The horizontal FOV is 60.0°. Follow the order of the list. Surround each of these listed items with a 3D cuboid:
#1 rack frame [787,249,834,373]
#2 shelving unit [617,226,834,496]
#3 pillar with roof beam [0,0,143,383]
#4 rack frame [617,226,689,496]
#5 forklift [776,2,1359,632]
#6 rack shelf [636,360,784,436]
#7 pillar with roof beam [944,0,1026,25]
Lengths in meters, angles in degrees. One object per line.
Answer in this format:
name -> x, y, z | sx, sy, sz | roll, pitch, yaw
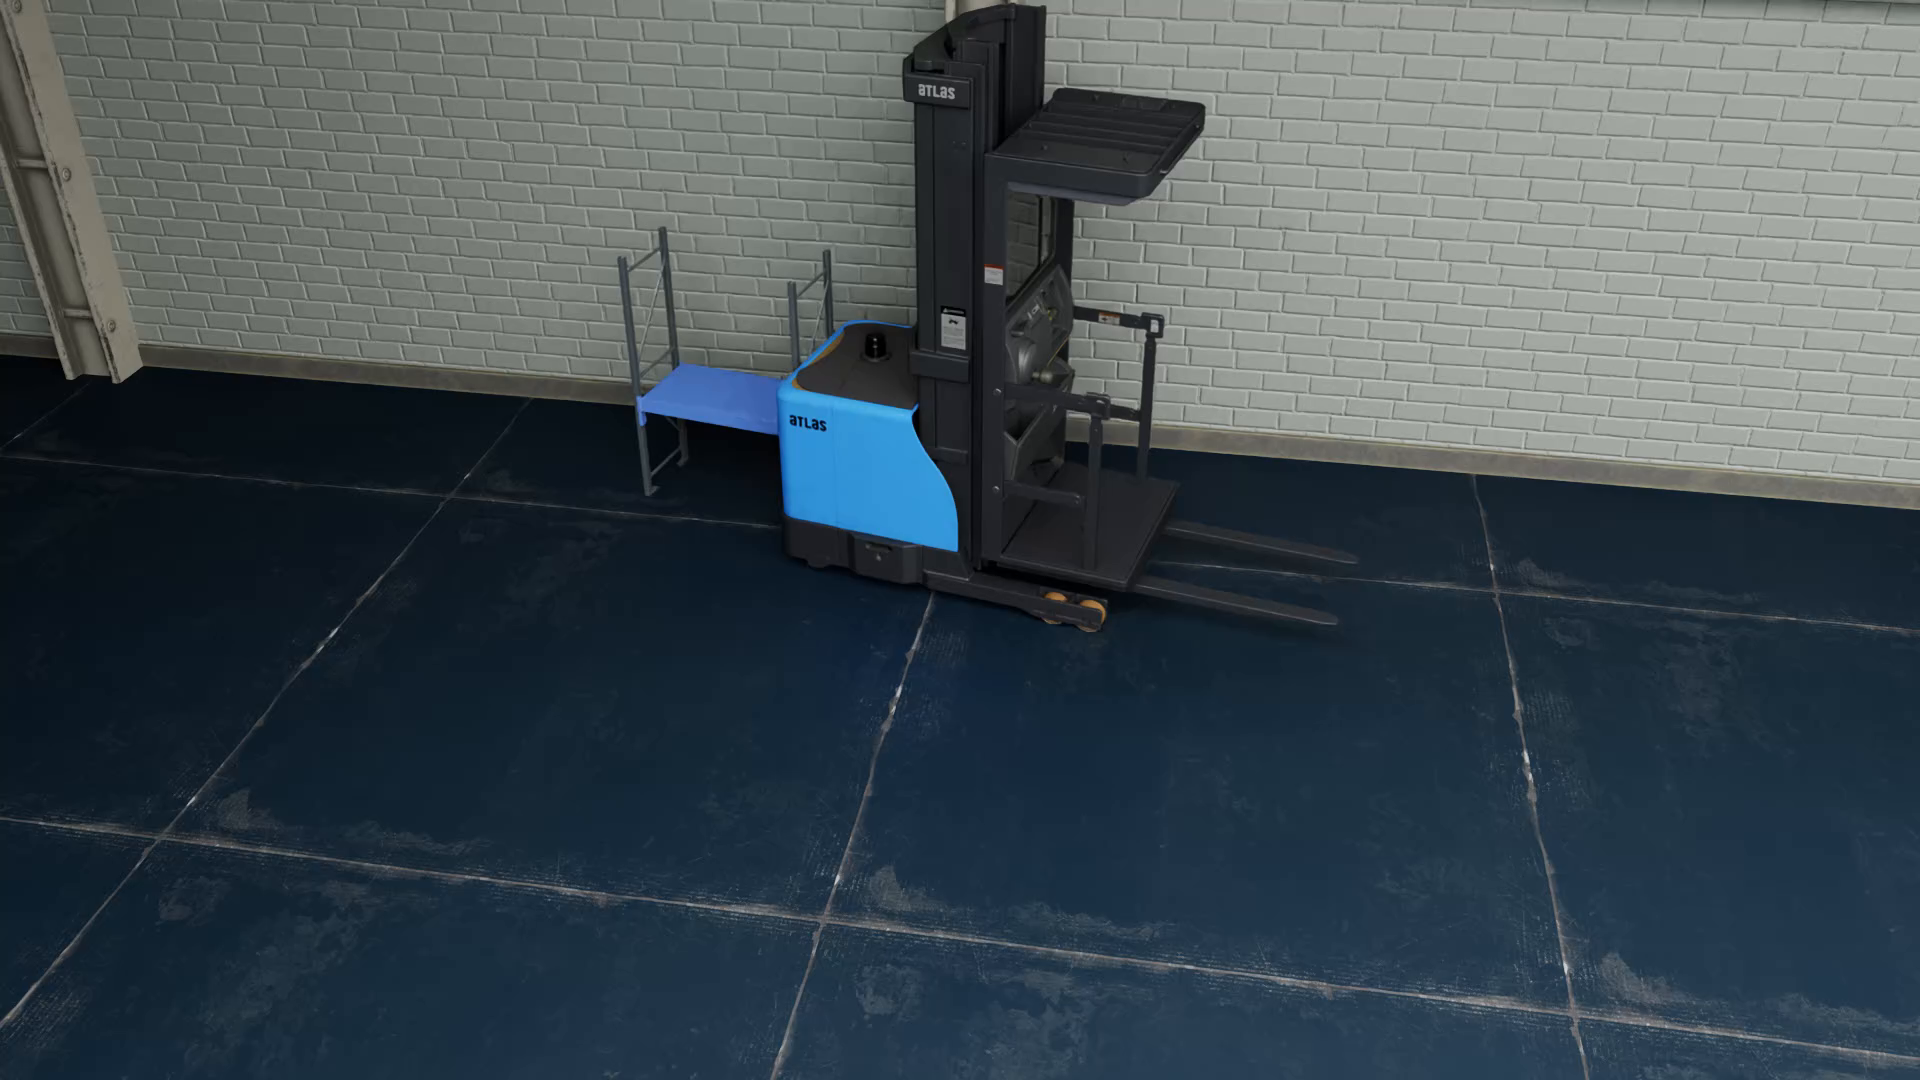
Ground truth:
rack frame -> -0.811, -0.837, 9.347 | 0.032, 1.500, 0.500 | 11, 34, 17
shelving unit -> -1.289, -0.929, 9.494 | 1.048, 1.500, 0.538 | 11, 34, 17
pillar with roof beam -> -6.501, -2.705, 5.264 | 0.400, 9.000, 9.100 | 5, 32, 8
rack frame -> -1.766, -1.021, 9.642 | 0.032, 1.500, 0.500 | 11, 34, 17
forklift -> 0.591, -1.083, 8.391 | 3.031, 2.935, 1.130 | 11, 34, 18
rack shelf -> -1.289, -0.776, 9.590 | 1.000, 0.185, 0.538 | 11, 34, 17
pillar with roof beam -> -0.586, -2.169, 4.408 | 0.400, 9.000, 9.100 | 5, 32, 8
